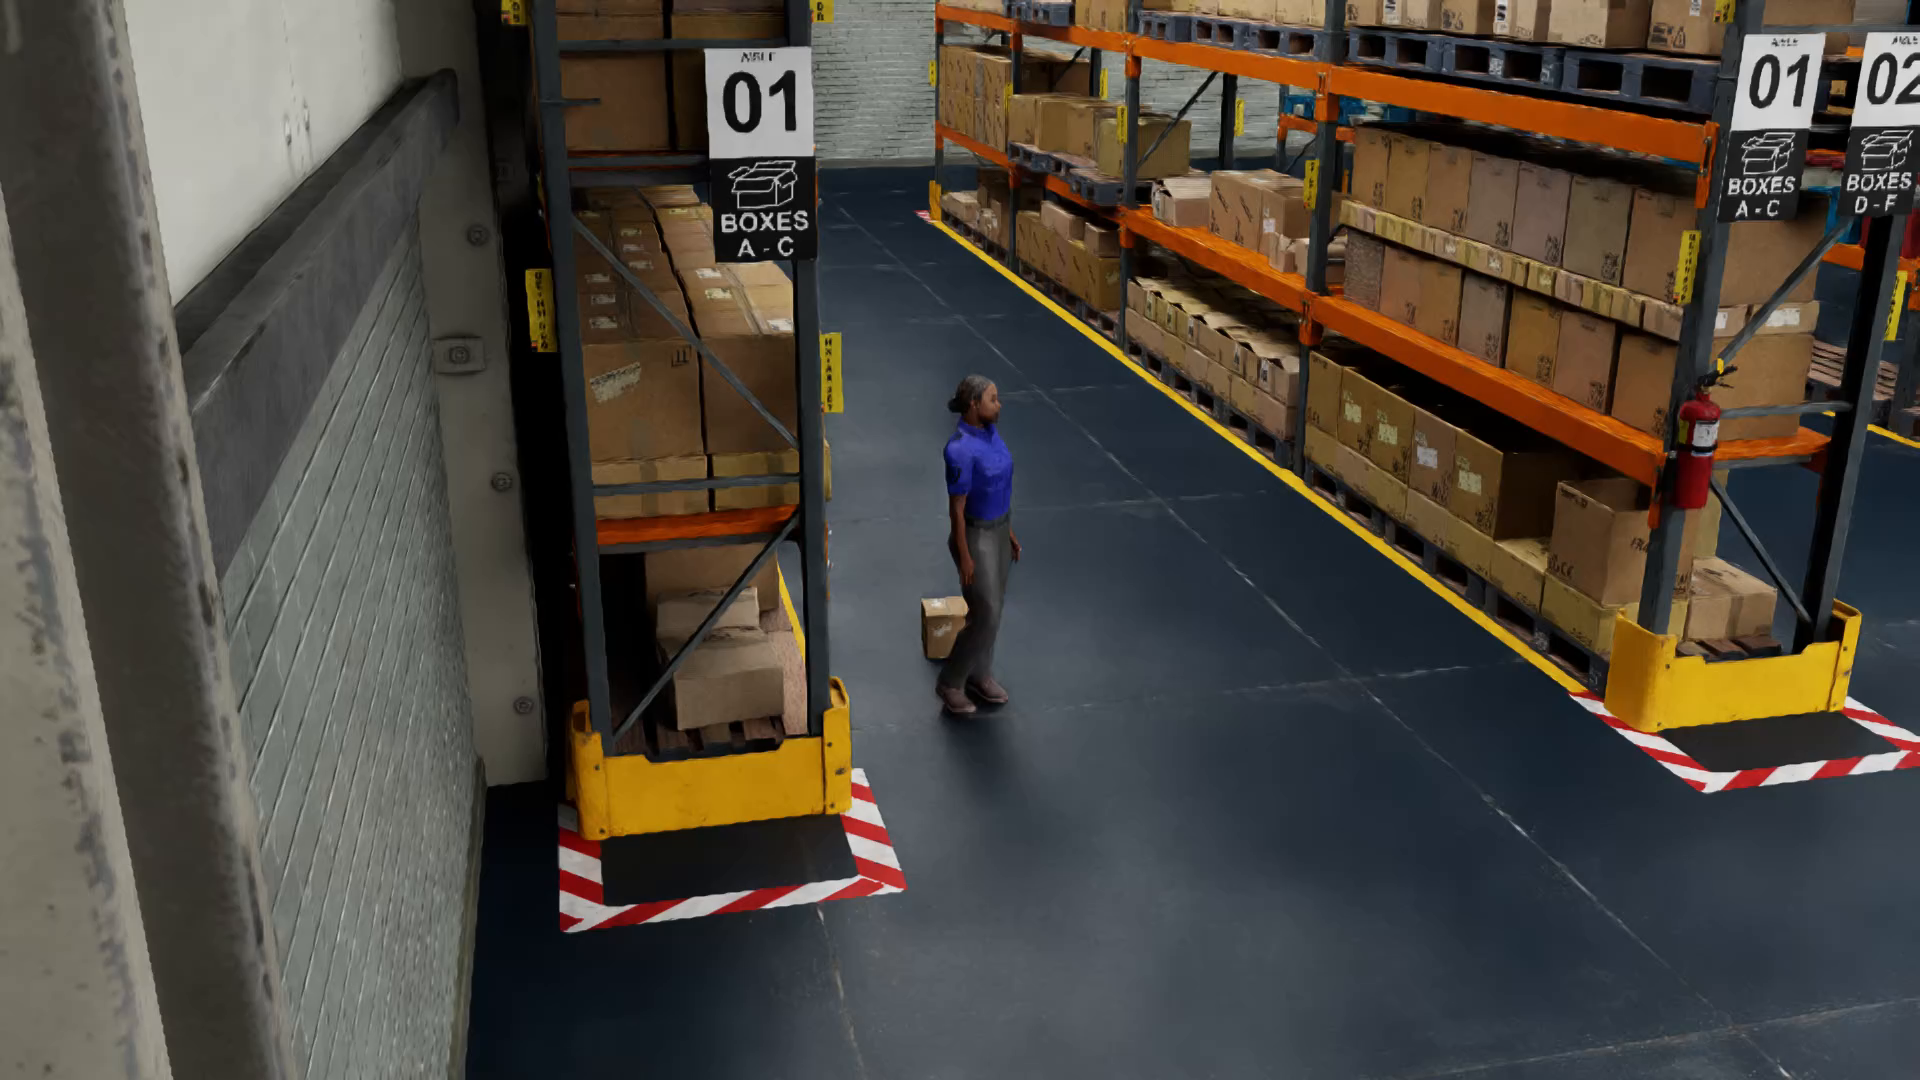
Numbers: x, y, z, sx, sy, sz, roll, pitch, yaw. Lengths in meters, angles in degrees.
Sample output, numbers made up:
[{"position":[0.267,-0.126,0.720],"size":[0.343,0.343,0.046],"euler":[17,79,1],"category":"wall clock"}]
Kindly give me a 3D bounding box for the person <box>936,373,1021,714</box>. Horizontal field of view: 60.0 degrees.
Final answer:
[{"position":[0.093,0.024,7.998],"size":[0.353,1.643,0.554],"euler":[9,22,24],"category":"person"}]
